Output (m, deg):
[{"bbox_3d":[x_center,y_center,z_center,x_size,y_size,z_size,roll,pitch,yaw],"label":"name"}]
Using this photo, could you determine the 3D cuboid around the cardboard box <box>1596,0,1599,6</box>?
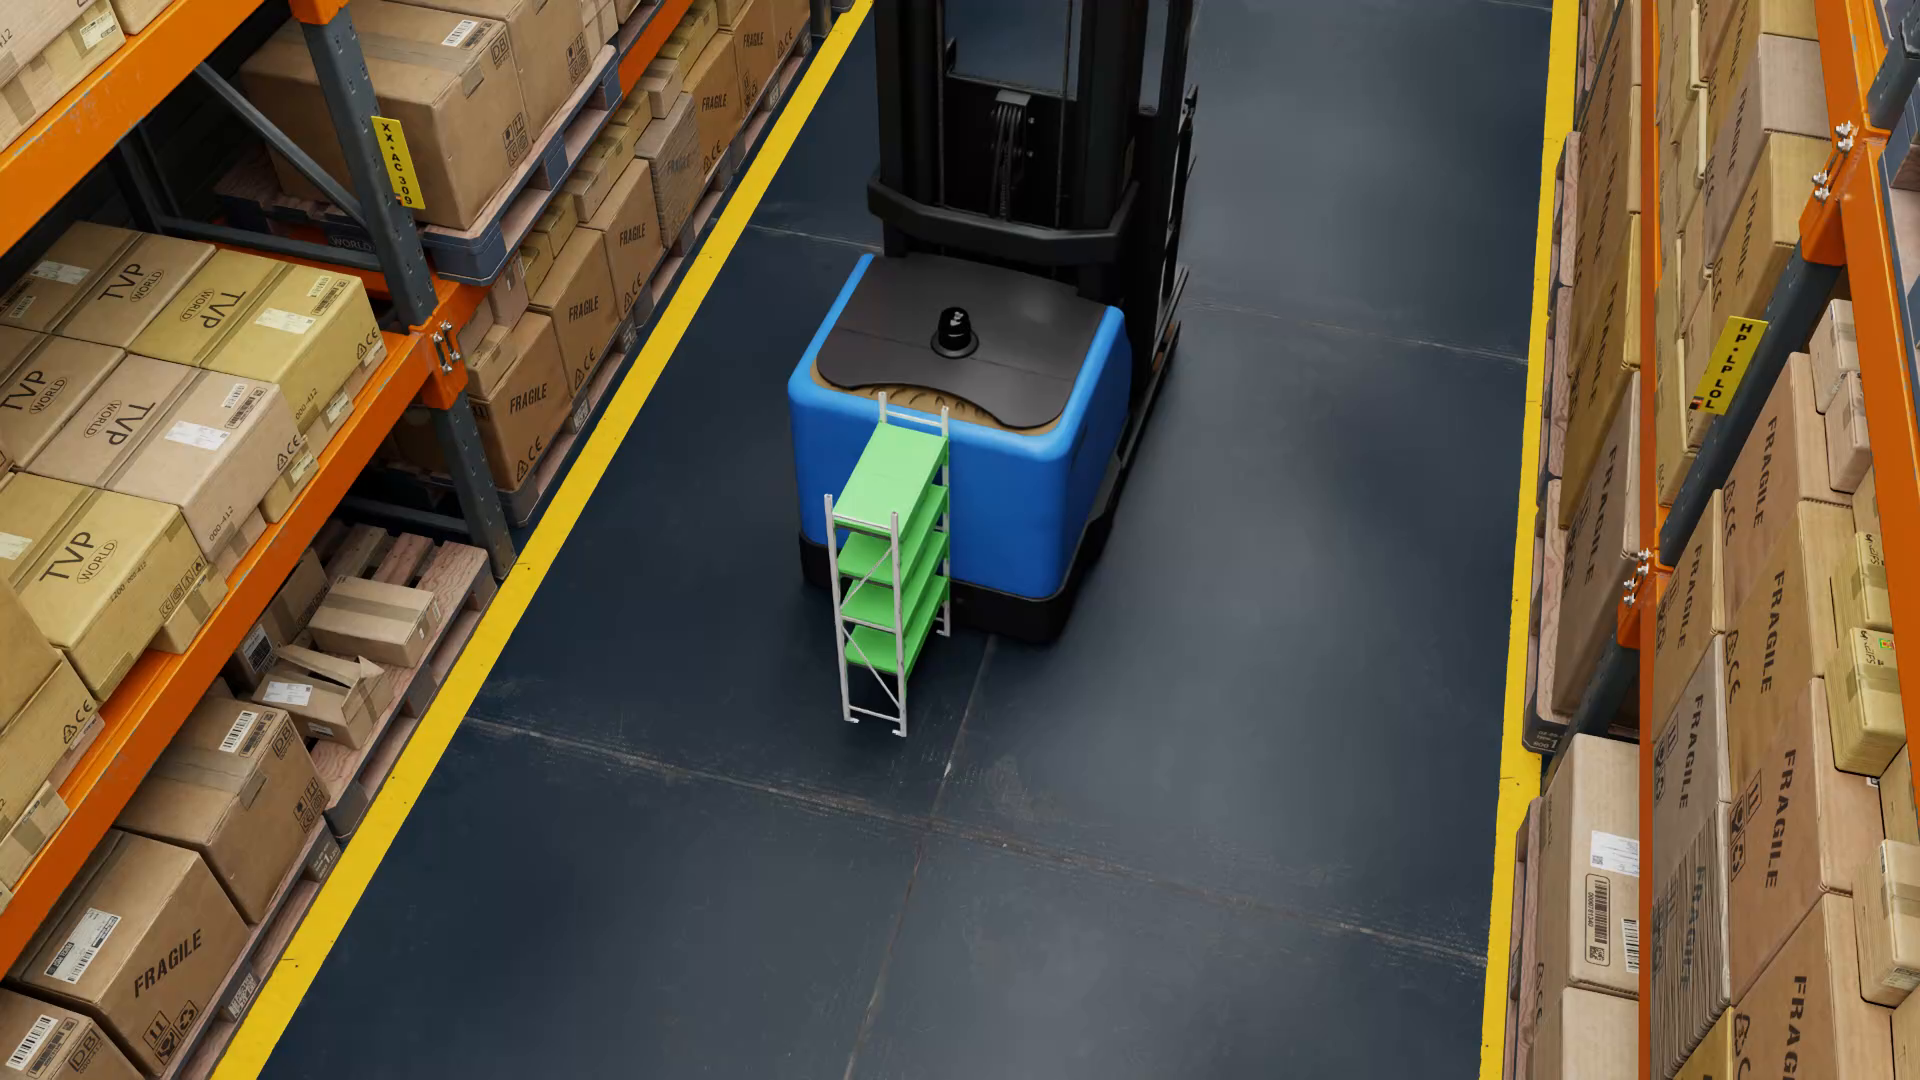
[{"bbox_3d":[3.933,-3.100,8.877,0.950,0.372,0.625,11,49,9],"label":"cardboard box"}]

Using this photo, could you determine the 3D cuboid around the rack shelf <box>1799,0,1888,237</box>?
[{"bbox_3d":[3.062,-2.197,5.086,1.077,0.370,4.000,12,50,10],"label":"rack shelf"}]

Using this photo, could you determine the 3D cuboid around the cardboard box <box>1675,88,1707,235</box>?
[{"bbox_3d":[2.672,-1.217,5.509,0.500,0.250,0.500,13,50,11],"label":"cardboard box"}]

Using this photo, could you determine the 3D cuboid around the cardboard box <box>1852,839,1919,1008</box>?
[{"bbox_3d":[1.783,0.701,2.883,0.380,0.149,0.250,12,50,10],"label":"cardboard box"}]

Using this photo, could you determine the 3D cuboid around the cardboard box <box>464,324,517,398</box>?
[{"bbox_3d":[-1.903,-0.706,6.246,0.380,0.149,0.250,14,50,12],"label":"cardboard box"}]

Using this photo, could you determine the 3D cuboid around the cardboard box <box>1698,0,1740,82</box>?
[{"bbox_3d":[2.814,-1.848,5.566,0.500,0.500,0.500,12,50,11],"label":"cardboard box"}]

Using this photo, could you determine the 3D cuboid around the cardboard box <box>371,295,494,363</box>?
[{"bbox_3d":[-1.962,-0.816,6.145,0.380,0.149,0.250,11,49,9],"label":"cardboard box"}]

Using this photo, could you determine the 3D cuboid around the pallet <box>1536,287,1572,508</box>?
[{"bbox_3d":[2.985,-0.531,6.997,1.003,0.211,1.213,12,50,10],"label":"pallet"}]

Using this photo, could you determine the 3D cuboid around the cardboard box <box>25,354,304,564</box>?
[{"bbox_3d":[-2.270,-0.239,4.781,0.500,0.250,0.500,12,50,10],"label":"cardboard box"}]

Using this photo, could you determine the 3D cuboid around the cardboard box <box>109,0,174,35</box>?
[{"bbox_3d":[-2.131,-1.387,4.059,0.380,0.149,0.250,11,50,10],"label":"cardboard box"}]

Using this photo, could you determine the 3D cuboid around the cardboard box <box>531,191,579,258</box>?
[{"bbox_3d":[-1.789,-1.310,6.779,0.380,0.149,0.250,11,49,9],"label":"cardboard box"}]

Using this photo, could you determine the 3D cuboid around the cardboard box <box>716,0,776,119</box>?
[{"bbox_3d":[-1.247,-2.469,8.235,0.500,0.500,0.500,11,49,9],"label":"cardboard box"}]

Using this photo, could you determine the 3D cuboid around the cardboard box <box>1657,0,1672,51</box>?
[{"bbox_3d":[3.099,-2.160,6.675,0.500,0.250,0.500,10,49,9],"label":"cardboard box"}]

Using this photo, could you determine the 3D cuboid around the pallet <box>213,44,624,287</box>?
[{"bbox_3d":[-1.939,-1.465,6.089,1.003,0.211,1.213,12,50,10],"label":"pallet"}]

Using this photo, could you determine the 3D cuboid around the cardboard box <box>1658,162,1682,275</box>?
[{"bbox_3d":[2.697,-1.049,5.694,0.500,0.250,0.500,10,49,9],"label":"cardboard box"}]

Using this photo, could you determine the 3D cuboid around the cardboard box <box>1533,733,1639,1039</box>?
[{"bbox_3d":[2.267,1.146,5.085,0.875,0.438,0.875,11,49,9],"label":"cardboard box"}]

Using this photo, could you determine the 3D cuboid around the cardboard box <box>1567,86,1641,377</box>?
[{"bbox_3d":[3.087,-1.197,6.862,0.875,0.875,0.875,12,50,10],"label":"cardboard box"}]

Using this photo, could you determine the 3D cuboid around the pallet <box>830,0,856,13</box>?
[{"bbox_3d":[-0.947,-3.531,9.644,1.003,0.211,1.213,12,50,10],"label":"pallet"}]

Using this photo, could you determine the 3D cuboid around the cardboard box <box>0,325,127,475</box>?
[{"bbox_3d":[-2.770,-0.352,4.881,0.500,0.250,0.500,11,50,10],"label":"cardboard box"}]

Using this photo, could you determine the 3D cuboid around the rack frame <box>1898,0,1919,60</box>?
[{"bbox_3d":[2.535,-1.981,2.415,1.000,3.000,0.127,12,50,10],"label":"rack frame"}]

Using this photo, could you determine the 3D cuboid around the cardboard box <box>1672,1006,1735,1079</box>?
[{"bbox_3d":[1.750,1.353,3.407,0.500,0.500,0.500,13,50,11],"label":"cardboard box"}]

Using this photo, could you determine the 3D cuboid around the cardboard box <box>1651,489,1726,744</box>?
[{"bbox_3d":[2.159,0.259,4.373,0.500,0.500,0.500,13,50,11],"label":"cardboard box"}]

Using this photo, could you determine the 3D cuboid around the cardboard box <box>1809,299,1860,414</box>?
[{"bbox_3d":[2.202,-0.397,3.852,0.380,0.149,0.250,11,49,9],"label":"cardboard box"}]

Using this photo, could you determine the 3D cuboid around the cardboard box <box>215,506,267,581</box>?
[{"bbox_3d":[-2.282,-0.039,4.870,0.380,0.149,0.250,13,50,11],"label":"cardboard box"}]

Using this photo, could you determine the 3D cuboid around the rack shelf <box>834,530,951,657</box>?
[{"bbox_3d":[-0.230,0.155,5.817,0.258,0.148,0.480,14,50,12],"label":"rack shelf"}]

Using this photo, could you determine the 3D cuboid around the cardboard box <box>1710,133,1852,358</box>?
[{"bbox_3d":[2.411,-0.732,4.581,0.500,0.500,0.500,13,50,11],"label":"cardboard box"}]

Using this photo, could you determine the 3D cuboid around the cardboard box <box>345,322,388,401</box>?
[{"bbox_3d":[-2.094,-0.609,5.373,0.380,0.149,0.250,12,50,11],"label":"cardboard box"}]

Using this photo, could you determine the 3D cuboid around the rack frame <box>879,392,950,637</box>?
[{"bbox_3d":[-0.153,-0.061,5.922,0.240,1.200,0.015,14,50,12],"label":"rack frame"}]

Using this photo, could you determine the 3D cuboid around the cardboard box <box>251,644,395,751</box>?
[{"bbox_3d":[-2.211,0.513,5.759,0.396,0.266,0.258,13,50,11],"label":"cardboard box"}]

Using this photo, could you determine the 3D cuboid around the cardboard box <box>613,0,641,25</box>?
[{"bbox_3d":[-1.568,-2.392,6.433,0.700,0.500,0.500,11,50,10],"label":"cardboard box"}]

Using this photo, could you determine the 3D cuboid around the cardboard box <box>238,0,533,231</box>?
[{"bbox_3d":[-1.911,-1.450,5.601,0.700,0.500,0.500,13,50,11],"label":"cardboard box"}]

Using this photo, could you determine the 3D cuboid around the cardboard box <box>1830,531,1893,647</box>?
[{"bbox_3d":[1.999,0.153,3.367,0.380,0.149,0.250,11,50,10],"label":"cardboard box"}]

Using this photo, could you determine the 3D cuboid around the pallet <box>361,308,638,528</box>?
[{"bbox_3d":[-2.077,-0.645,7.098,1.003,0.211,1.213,12,50,10],"label":"pallet"}]

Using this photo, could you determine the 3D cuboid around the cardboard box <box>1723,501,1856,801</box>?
[{"bbox_3d":[2.037,0.301,3.669,0.500,0.500,0.500,11,49,10],"label":"cardboard box"}]

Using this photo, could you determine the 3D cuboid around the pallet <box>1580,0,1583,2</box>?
[{"bbox_3d":[4.118,-3.411,9.538,1.003,0.211,1.213,12,50,10],"label":"pallet"}]

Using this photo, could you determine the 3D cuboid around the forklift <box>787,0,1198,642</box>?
[{"bbox_3d":[0.336,-1.721,6.233,1.130,2.935,3.031,14,50,12],"label":"forklift"}]

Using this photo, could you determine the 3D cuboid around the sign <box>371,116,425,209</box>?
[{"bbox_3d":[-1.729,-1.157,5.112,0.100,0.325,0.005,12,50,10],"label":"sign"}]

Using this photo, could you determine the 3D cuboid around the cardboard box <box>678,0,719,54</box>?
[{"bbox_3d":[-1.354,-2.418,7.756,0.380,0.149,0.250,13,50,11],"label":"cardboard box"}]

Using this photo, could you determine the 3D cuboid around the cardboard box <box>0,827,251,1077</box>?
[{"bbox_3d":[-2.556,1.212,4.986,0.500,0.500,0.500,12,50,11],"label":"cardboard box"}]

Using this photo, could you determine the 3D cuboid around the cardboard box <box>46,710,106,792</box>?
[{"bbox_3d":[-2.518,0.504,4.391,0.380,0.149,0.250,11,50,10],"label":"cardboard box"}]

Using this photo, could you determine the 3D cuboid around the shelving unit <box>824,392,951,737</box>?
[{"bbox_3d":[-0.230,0.113,5.769,0.258,1.200,0.503,14,50,12],"label":"shelving unit"}]

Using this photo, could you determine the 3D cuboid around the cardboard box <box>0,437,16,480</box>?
[{"bbox_3d":[-2.903,-0.245,4.286,0.500,0.500,0.500,10,49,9],"label":"cardboard box"}]

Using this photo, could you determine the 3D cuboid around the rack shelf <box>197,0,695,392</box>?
[{"bbox_3d":[-1.728,-2.181,7.073,1.077,0.370,4.000,12,50,10],"label":"rack shelf"}]

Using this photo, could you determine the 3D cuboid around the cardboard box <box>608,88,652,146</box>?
[{"bbox_3d":[-1.577,-1.864,7.267,0.380,0.149,0.250,12,50,10],"label":"cardboard box"}]

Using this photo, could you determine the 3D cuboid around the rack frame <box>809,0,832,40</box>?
[{"bbox_3d":[-1.201,-3.866,8.080,1.000,3.000,0.127,12,50,10],"label":"rack frame"}]

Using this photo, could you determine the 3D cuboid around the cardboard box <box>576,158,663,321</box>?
[{"bbox_3d":[-1.644,-1.337,7.235,0.500,0.500,0.500,10,49,9],"label":"cardboard box"}]
